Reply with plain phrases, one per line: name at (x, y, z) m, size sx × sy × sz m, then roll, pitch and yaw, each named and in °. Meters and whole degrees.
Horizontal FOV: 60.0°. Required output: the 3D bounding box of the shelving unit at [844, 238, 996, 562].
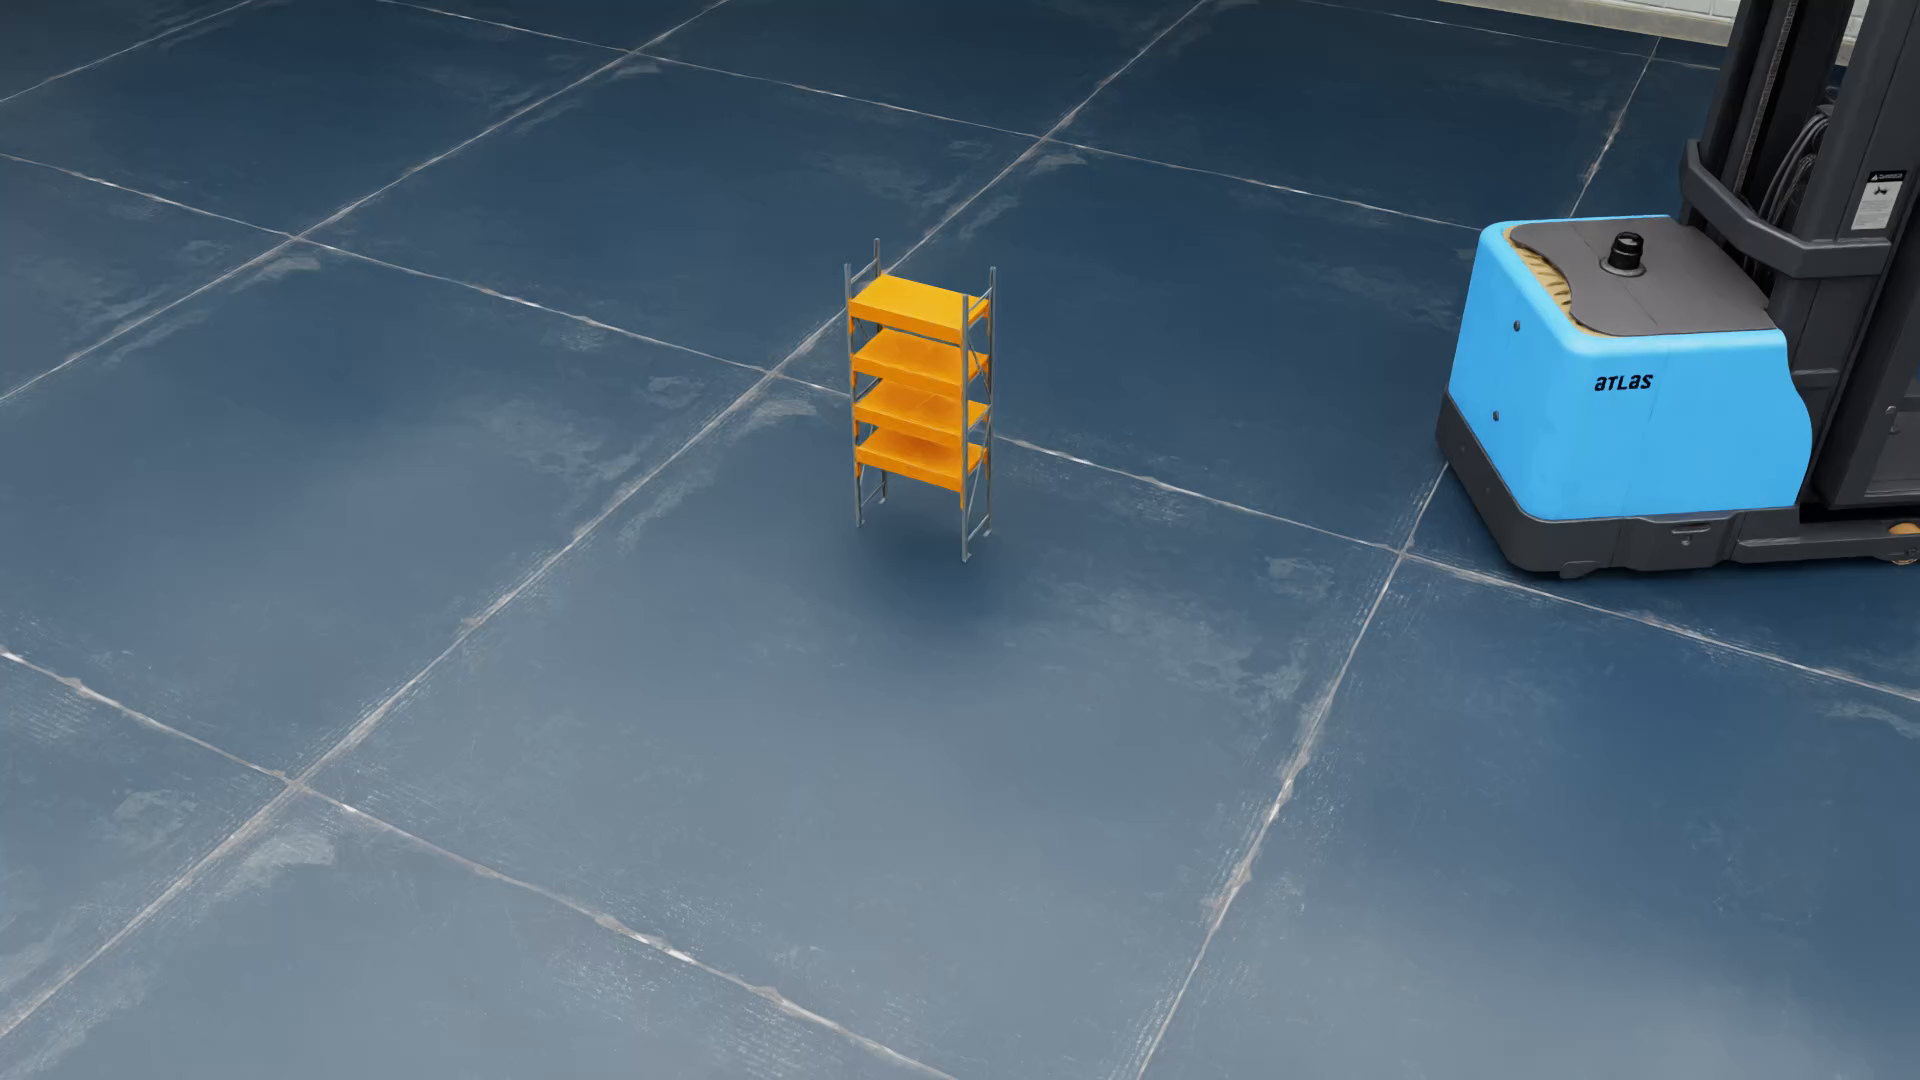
shelving unit at (-0.147, -0.524, 6.448) m, size 0.503 × 1.200 × 0.258 m, roll 17°, pitch 41°, yaw 21°

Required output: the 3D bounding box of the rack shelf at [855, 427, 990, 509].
rack shelf at (-0.147, -0.312, 6.609) m, size 0.480 × 0.148 × 0.258 m, roll 17°, pitch 41°, yaw 21°

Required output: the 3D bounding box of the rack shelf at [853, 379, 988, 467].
rack shelf at (-0.147, -0.470, 6.489) m, size 0.480 × 0.148 × 0.258 m, roll 17°, pitch 41°, yaw 21°

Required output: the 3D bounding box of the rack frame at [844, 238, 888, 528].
rack frame at (-0.364, -0.592, 6.537) m, size 0.015 × 1.200 × 0.240 m, roll 17°, pitch 41°, yaw 21°

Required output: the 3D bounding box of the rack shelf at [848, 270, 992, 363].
rack shelf at (-0.147, -0.837, 6.210) m, size 0.480 × 0.148 × 0.258 m, roll 17°, pitch 41°, yaw 21°

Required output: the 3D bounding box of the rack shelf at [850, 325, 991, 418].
rack shelf at (-0.147, -0.649, 6.353) m, size 0.480 × 0.148 × 0.258 m, roll 17°, pitch 41°, yaw 21°

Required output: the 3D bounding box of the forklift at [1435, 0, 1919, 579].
forklift at (3.613, -1.386, 6.151) m, size 3.031 × 2.935 × 1.130 m, roll -3°, pitch 37°, yaw -5°

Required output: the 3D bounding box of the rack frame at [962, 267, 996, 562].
rack frame at (0.070, -0.456, 6.358) m, size 0.015 × 1.200 × 0.240 m, roll 17°, pitch 41°, yaw 21°
